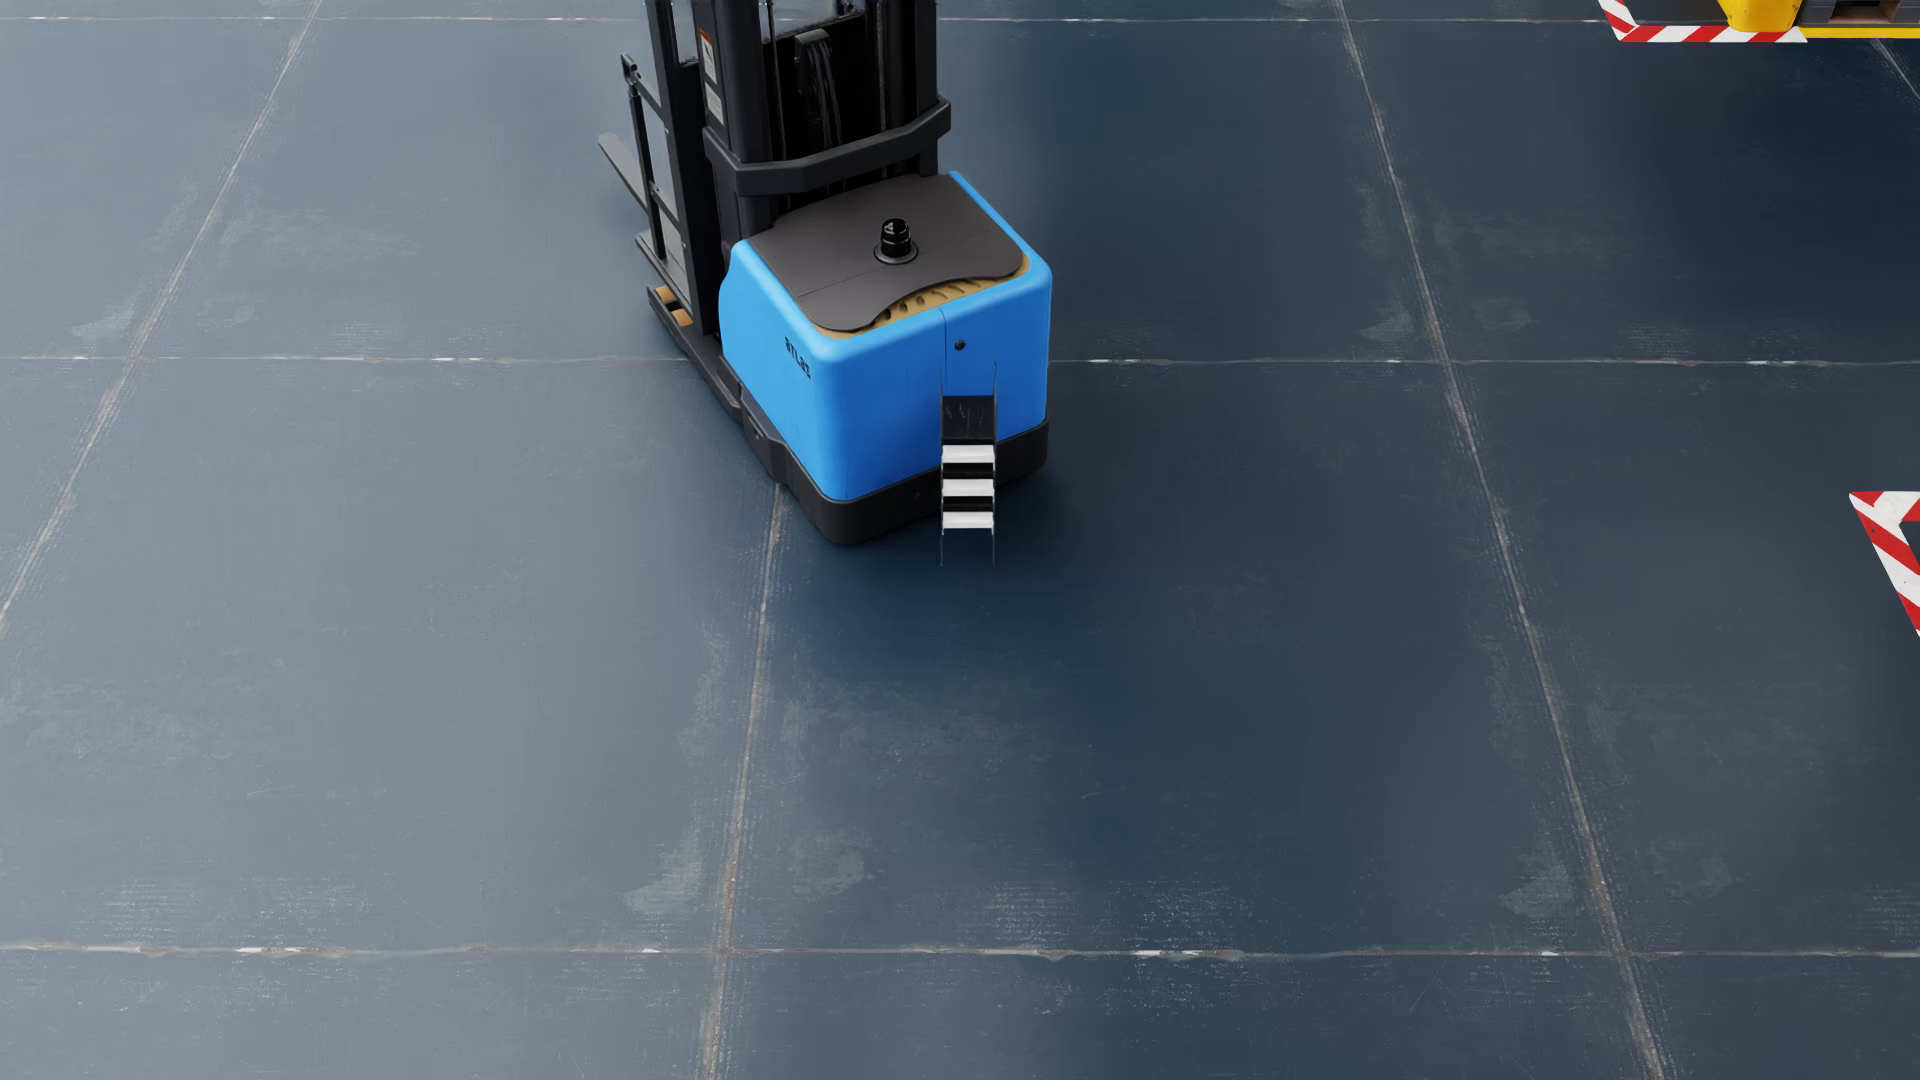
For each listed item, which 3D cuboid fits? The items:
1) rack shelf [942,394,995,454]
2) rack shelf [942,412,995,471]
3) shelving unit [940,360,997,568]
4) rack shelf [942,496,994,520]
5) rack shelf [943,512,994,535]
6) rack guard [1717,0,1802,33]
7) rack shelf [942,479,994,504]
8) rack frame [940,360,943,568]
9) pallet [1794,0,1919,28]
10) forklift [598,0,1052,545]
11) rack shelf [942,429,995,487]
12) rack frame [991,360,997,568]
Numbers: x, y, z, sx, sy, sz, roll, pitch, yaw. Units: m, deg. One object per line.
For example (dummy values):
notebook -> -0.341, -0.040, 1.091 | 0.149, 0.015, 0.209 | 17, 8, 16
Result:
rack shelf -> 0.031, -0.442, 6.304 | 0.200, 0.077, 0.258 | 0, 47, 0
rack shelf -> 0.031, -0.380, 6.370 | 0.200, 0.077, 0.258 | 0, 47, 0
shelving unit -> 0.031, -0.280, 6.477 | 0.210, 0.900, 0.258 | 0, 47, 0
rack shelf -> 0.031, -0.196, 6.567 | 0.200, 0.077, 0.258 | 0, 47, 0
rack shelf -> 0.031, -0.135, 6.633 | 0.200, 0.077, 0.258 | 0, 47, 0
rack guard -> 4.617, -3.512, 9.758 | 0.348, 0.500, 1.175 | 0, 47, 0
rack shelf -> 0.031, -0.258, 6.501 | 0.200, 0.077, 0.258 | 0, 47, 0
rack frame -> -0.071, -0.280, 6.476 | 0.006, 0.900, 0.240 | 0, 47, 0
pallet -> 5.429, -3.385, 9.838 | 1.213, 0.211, 1.003 | 0, 47, 0
forklift -> -0.796, -2.054, 6.740 | 1.130, 2.935, 3.031 | -23, 51, -20
rack shelf -> 0.031, -0.319, 6.435 | 0.200, 0.077, 0.258 | 0, 47, 0
rack frame -> 0.132, -0.281, 6.478 | 0.006, 0.900, 0.240 | 0, 47, 0
